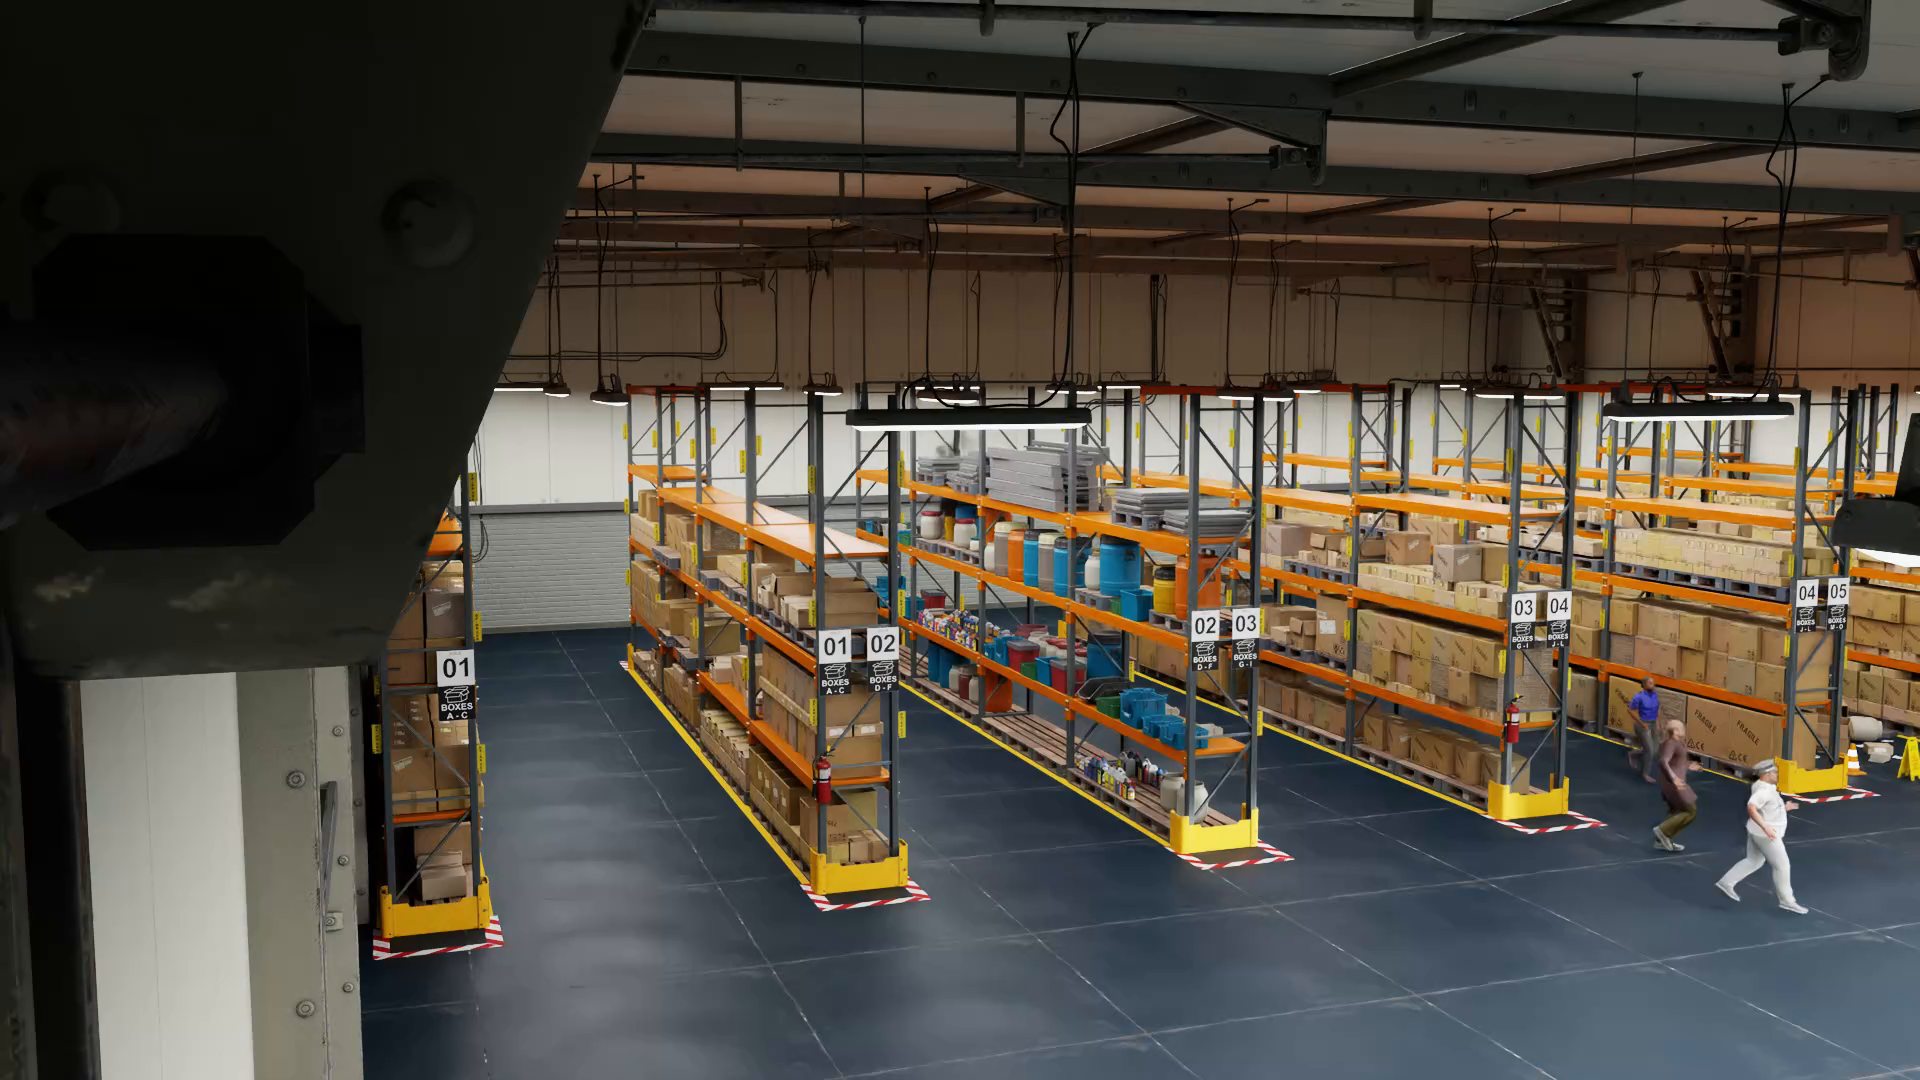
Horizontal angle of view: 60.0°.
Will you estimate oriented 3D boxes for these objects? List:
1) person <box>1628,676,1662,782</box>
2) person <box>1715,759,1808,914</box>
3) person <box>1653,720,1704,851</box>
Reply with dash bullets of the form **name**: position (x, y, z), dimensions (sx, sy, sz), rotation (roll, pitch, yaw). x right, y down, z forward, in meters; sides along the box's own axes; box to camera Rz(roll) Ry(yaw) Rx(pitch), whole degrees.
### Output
- **person**: position (10.543, 2.887, 25.700), dimensions (0.604, 1.618, 0.607), rotation (-3, 7, -26)
- **person**: position (9.385, 3.426, 19.385), dimensions (0.976, 1.782, 0.658), rotation (1, 6, 11)
- **person**: position (9.422, 3.241, 21.761), dimensions (0.620, 1.695, 0.706), rotation (2, 6, 15)
